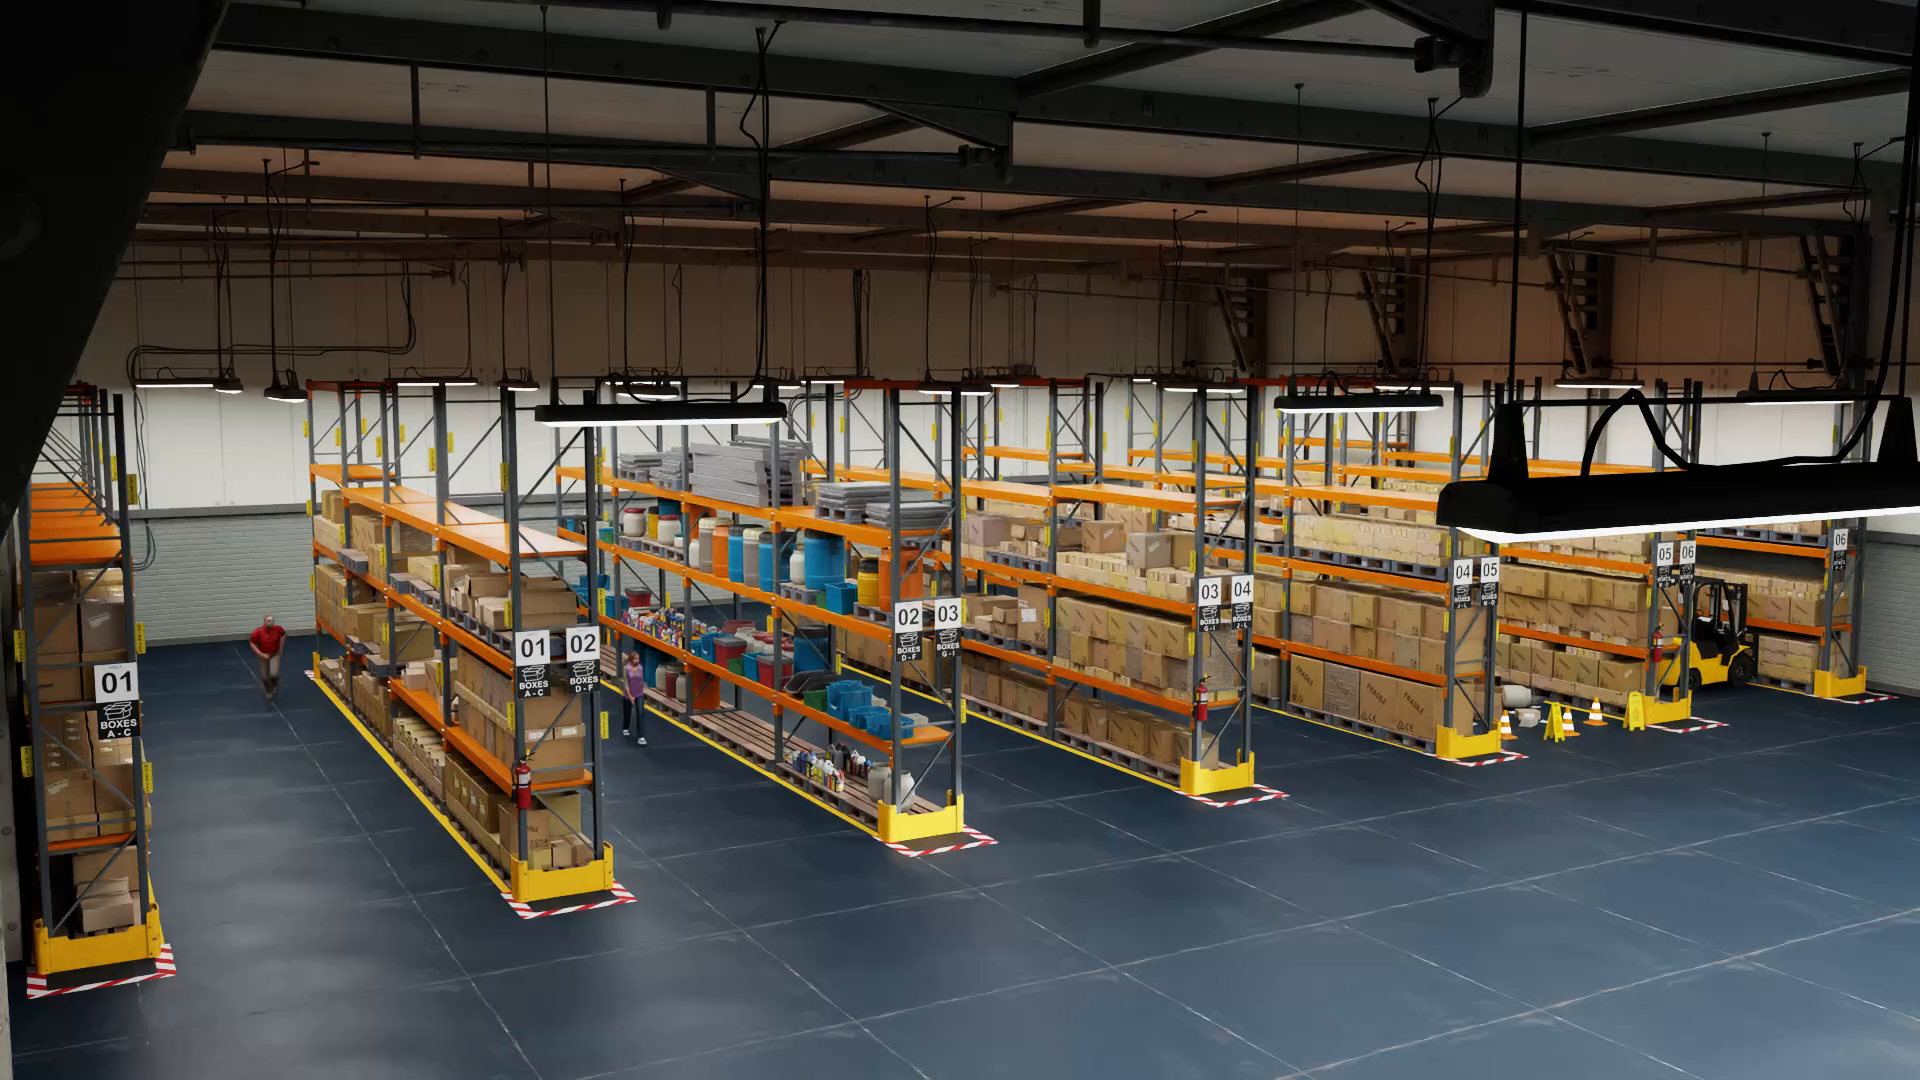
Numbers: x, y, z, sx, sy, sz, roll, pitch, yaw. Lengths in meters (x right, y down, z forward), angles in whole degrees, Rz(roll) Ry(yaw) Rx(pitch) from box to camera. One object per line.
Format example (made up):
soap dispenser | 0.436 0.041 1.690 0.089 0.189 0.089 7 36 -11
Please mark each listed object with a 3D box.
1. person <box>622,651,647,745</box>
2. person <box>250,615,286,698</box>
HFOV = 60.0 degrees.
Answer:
person | -5.435 2.609 27.816 0.401 1.517 0.986 -3 7 -26
person | -13.012 2.197 31.297 0.618 1.636 0.735 -2 6 -19
